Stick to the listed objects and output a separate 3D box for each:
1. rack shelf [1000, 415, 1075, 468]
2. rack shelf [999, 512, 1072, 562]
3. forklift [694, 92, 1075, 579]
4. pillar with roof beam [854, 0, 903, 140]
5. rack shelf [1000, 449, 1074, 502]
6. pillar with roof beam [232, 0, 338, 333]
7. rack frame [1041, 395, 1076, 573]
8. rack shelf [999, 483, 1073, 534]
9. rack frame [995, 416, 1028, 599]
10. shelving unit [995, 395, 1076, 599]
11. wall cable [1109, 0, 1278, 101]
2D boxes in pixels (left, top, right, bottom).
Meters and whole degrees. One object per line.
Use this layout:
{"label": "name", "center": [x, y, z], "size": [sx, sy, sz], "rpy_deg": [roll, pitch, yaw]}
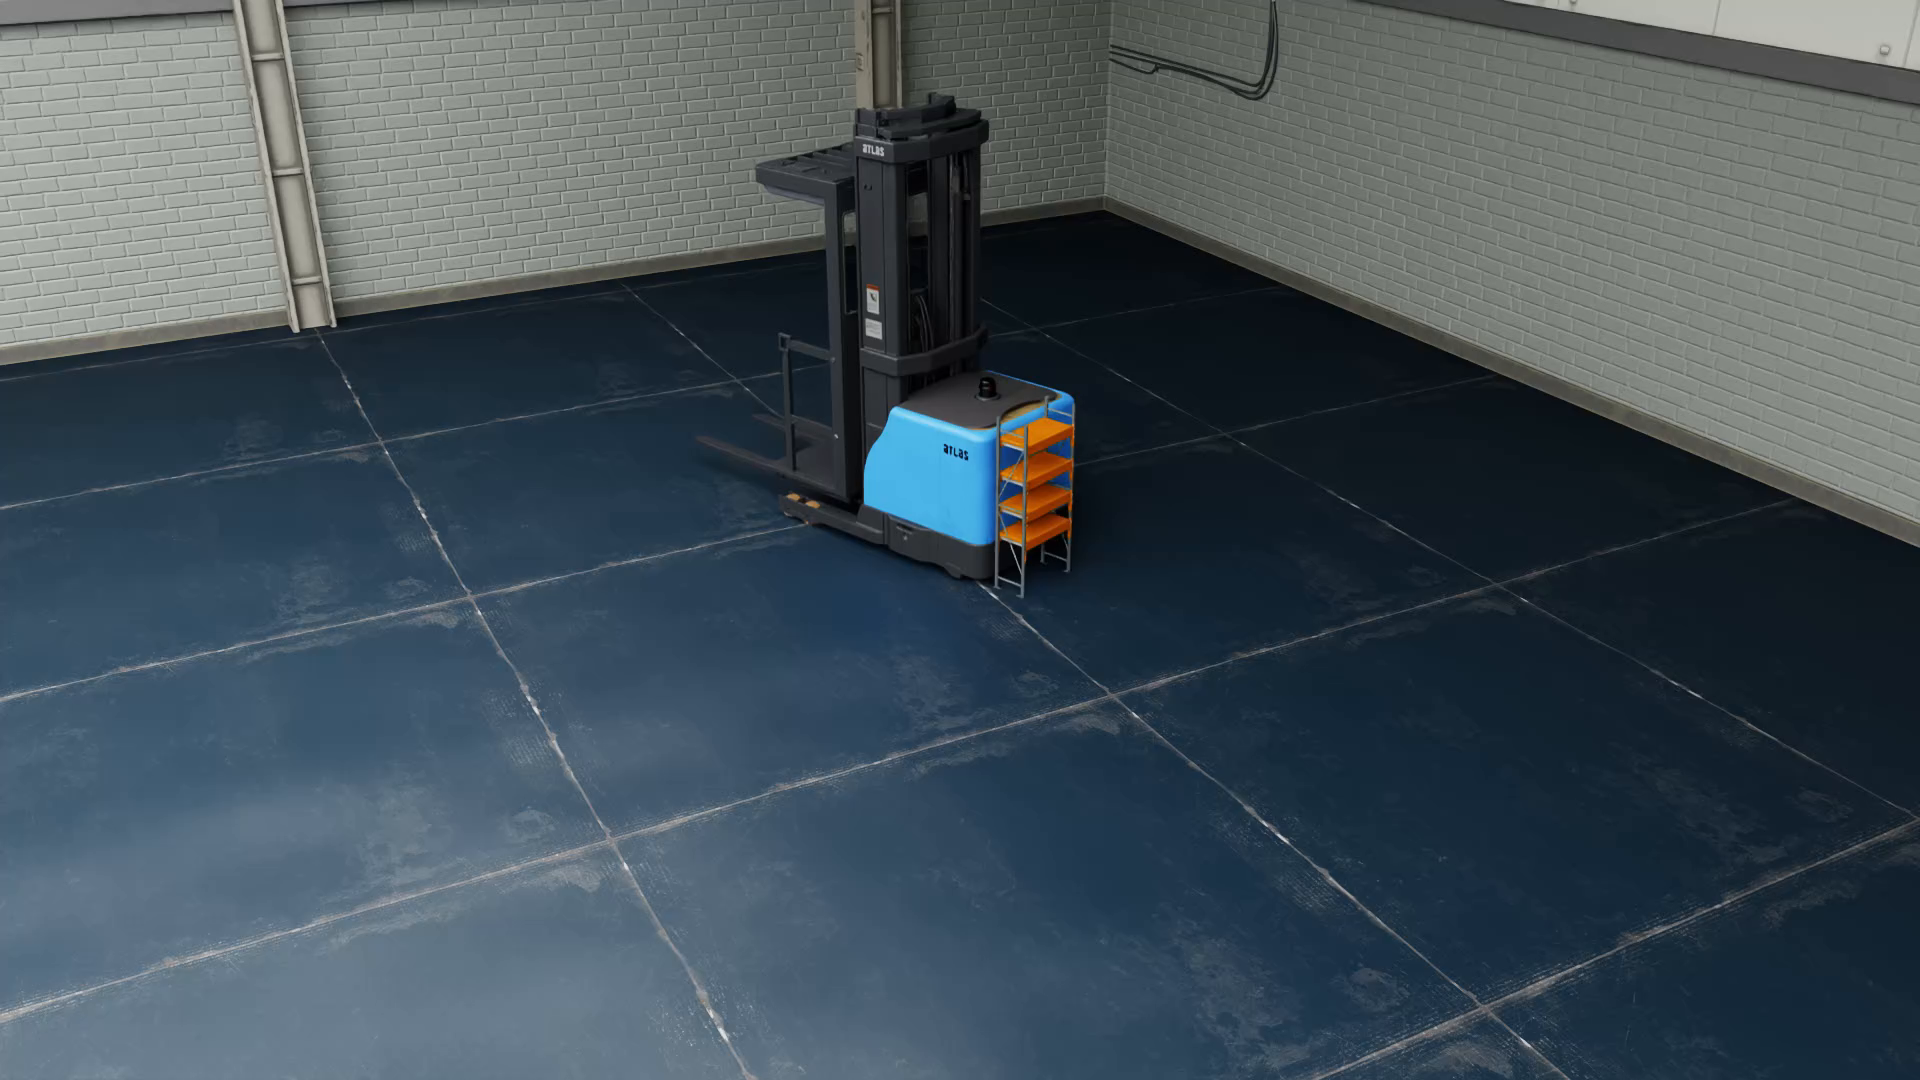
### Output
{"label": "rack shelf", "center": [0.484, -0.630, 10.569], "size": [0.258, 0.148, 0.480], "rpy_deg": [21, 32, 36]}
{"label": "rack shelf", "center": [0.483, -0.036, 10.855], "size": [0.258, 0.148, 0.480], "rpy_deg": [21, 32, 36]}
{"label": "forklift", "center": [-0.665, -1.582, 11.461], "size": [3.031, 2.935, 1.130], "rpy_deg": [20, 32, 36]}
{"label": "pillar with roof beam", "center": [1.170, -5.679, 12.983], "size": [0.400, 9.000, 9.100], "rpy_deg": [-13, 29, -25]}
{"label": "rack shelf", "center": [0.484, -0.417, 10.671], "size": [0.258, 0.148, 0.480], "rpy_deg": [21, 32, 36]}
{"label": "pillar with roof beam", "center": [-4.124, -4.457, 10.437], "size": [0.400, 9.000, 9.100], "rpy_deg": [-13, 29, -25]}
{"label": "rack frame", "center": [0.642, -0.356, 10.906], "size": [0.240, 1.200, 0.015], "rpy_deg": [21, 32, 36]}
{"label": "rack shelf", "center": [0.483, -0.215, 10.769], "size": [0.258, 0.148, 0.480], "rpy_deg": [21, 32, 36]}
{"label": "rack frame", "center": [0.324, -0.196, 10.573], "size": [0.240, 1.200, 0.015], "rpy_deg": [21, 32, 36]}
{"label": "shelving unit", "center": [0.483, -0.276, 10.739], "size": [0.258, 1.200, 0.503], "rpy_deg": [21, 32, 36]}
{"label": "wall cable", "center": [2.366, -6.018, 17.277], "size": [0.112, 2.526, 3.097], "rpy_deg": [-13, 29, -25]}
